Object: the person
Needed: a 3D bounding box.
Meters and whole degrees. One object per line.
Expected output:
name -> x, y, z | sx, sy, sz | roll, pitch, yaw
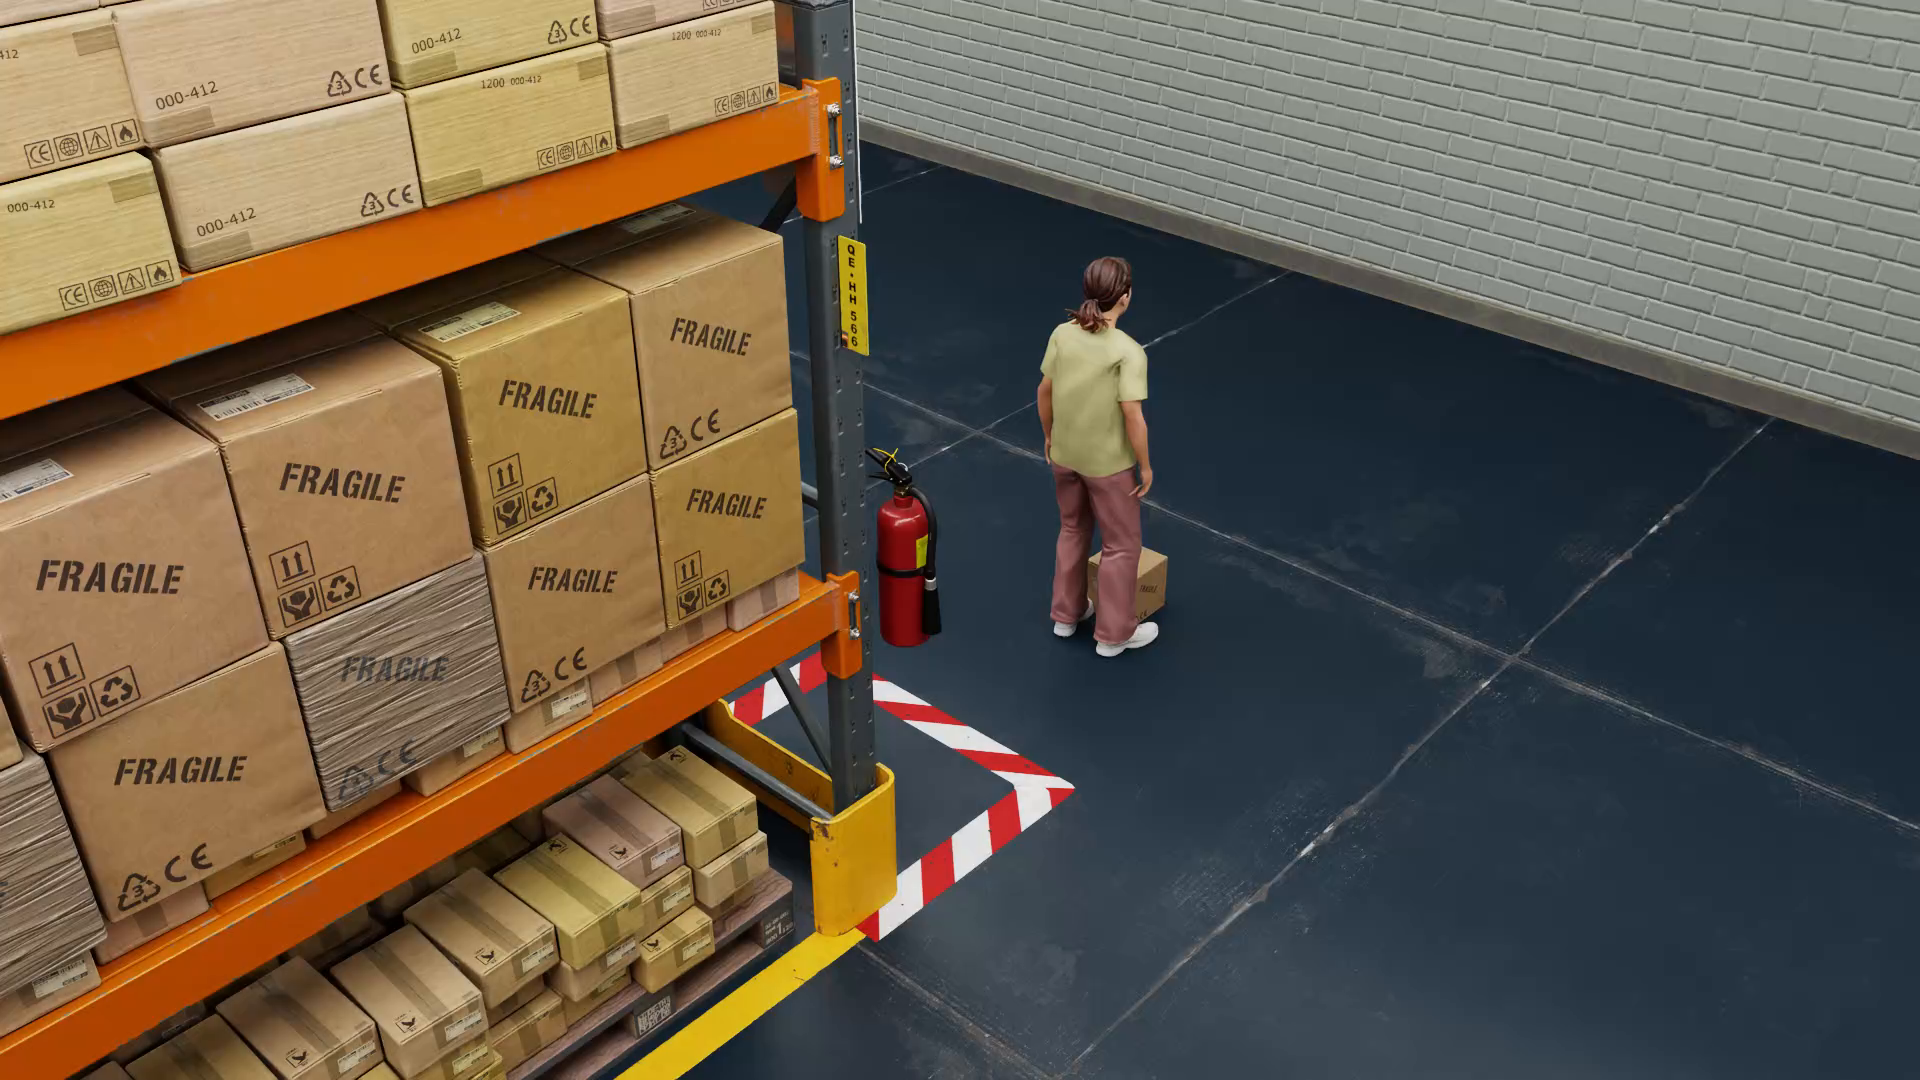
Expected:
person -> 0.554, -0.327, 6.670 | 0.520, 1.673, 0.357 | 23, 38, 33
